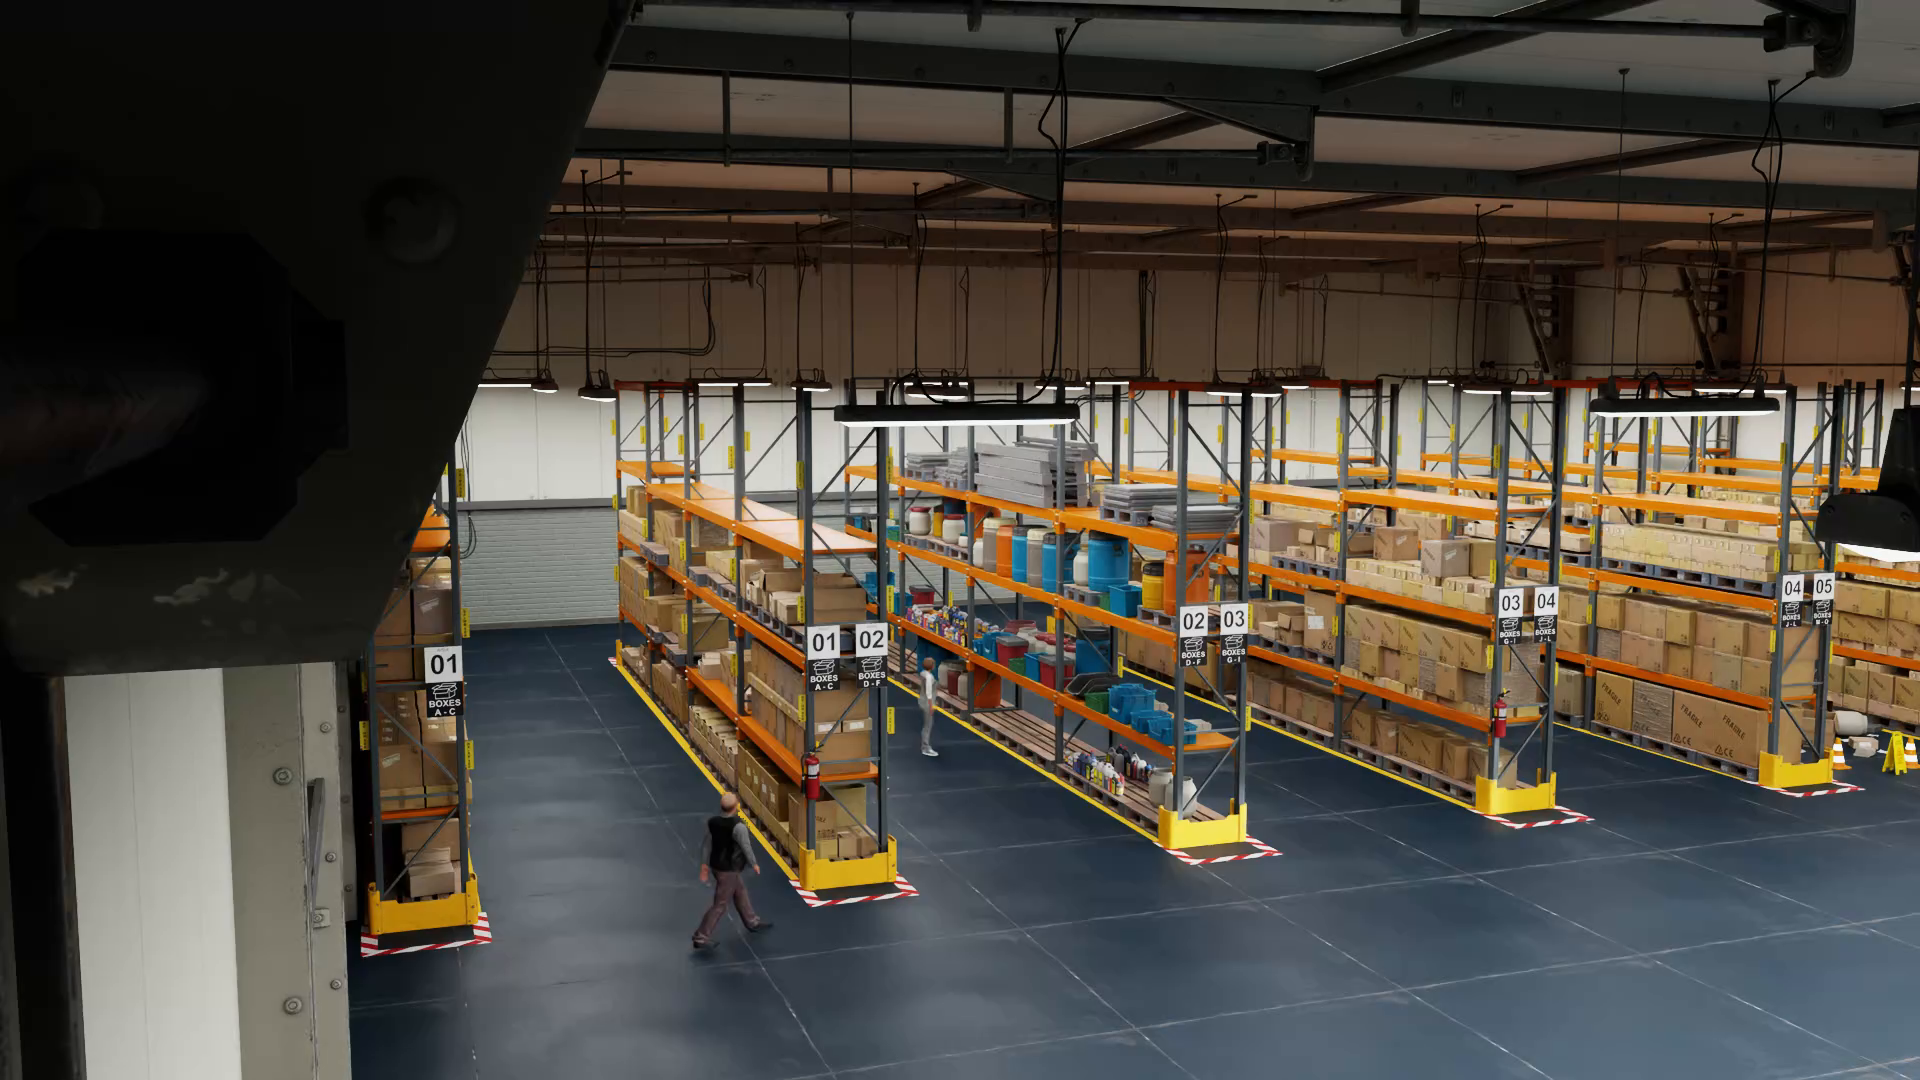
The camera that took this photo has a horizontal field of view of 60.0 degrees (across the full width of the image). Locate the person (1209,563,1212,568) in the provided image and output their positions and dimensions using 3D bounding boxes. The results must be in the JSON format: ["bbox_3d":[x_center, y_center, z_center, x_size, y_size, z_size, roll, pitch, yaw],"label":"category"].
[{"bbox_3d":[5.856,1.336,39.613,0.484,1.671,0.958,-1,6,-13],"label":"person"}]

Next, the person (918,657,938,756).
[{"bbox_3d":[-0.518,2.718,26.993,0.325,1.661,0.482,-1,6,-8],"label":"person"}]

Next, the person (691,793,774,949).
[{"bbox_3d":[-2.452,3.567,18.124,1.046,1.655,0.509,-3,7,-29],"label":"person"}]
